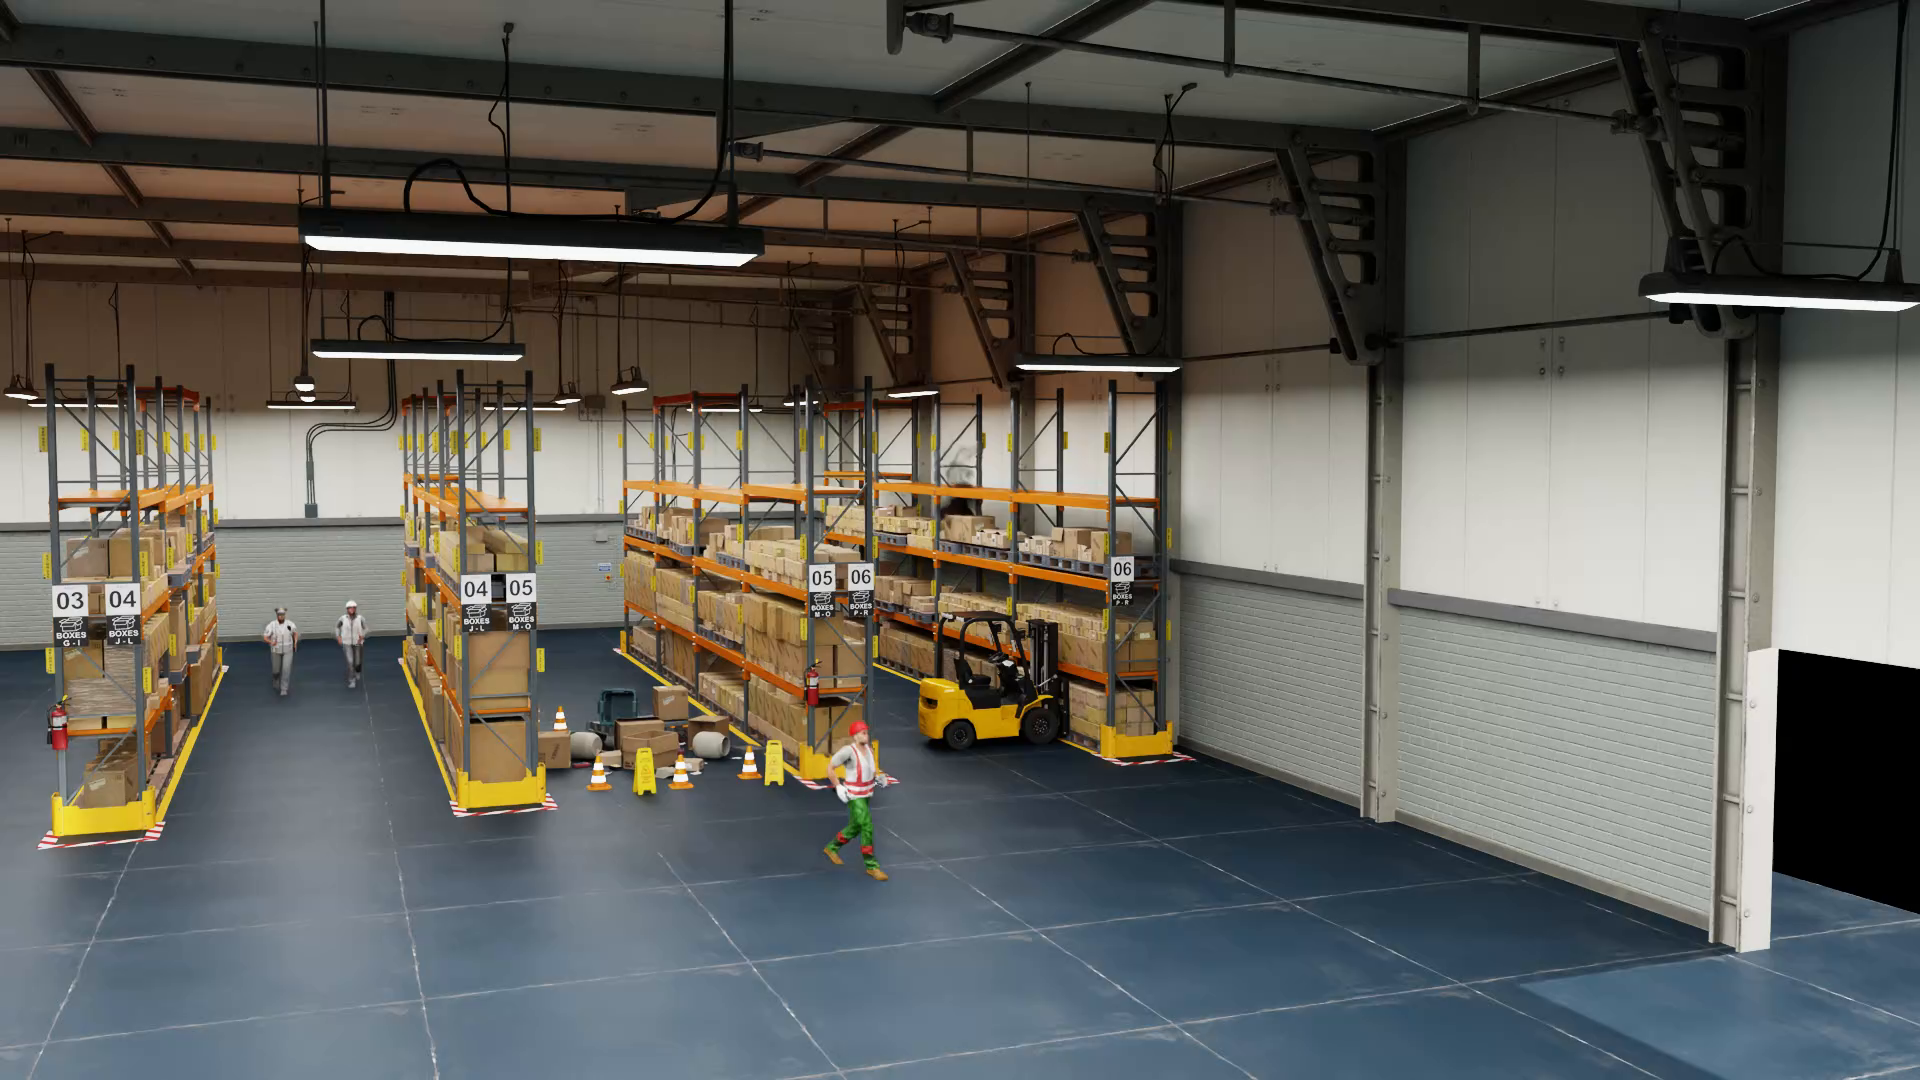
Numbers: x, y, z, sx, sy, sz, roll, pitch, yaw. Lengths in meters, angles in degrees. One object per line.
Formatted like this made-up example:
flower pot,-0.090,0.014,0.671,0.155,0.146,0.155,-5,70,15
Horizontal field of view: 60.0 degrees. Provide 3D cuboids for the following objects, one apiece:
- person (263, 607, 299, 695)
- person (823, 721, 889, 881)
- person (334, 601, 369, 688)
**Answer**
person,-13.498,2.195,33.070,0.649,1.741,0.752,-2,4,-27
person,-1.199,2.980,19.240,0.936,1.799,0.658,2,4,28
person,-12.531,2.137,34.265,0.682,1.771,0.741,-1,4,-22
